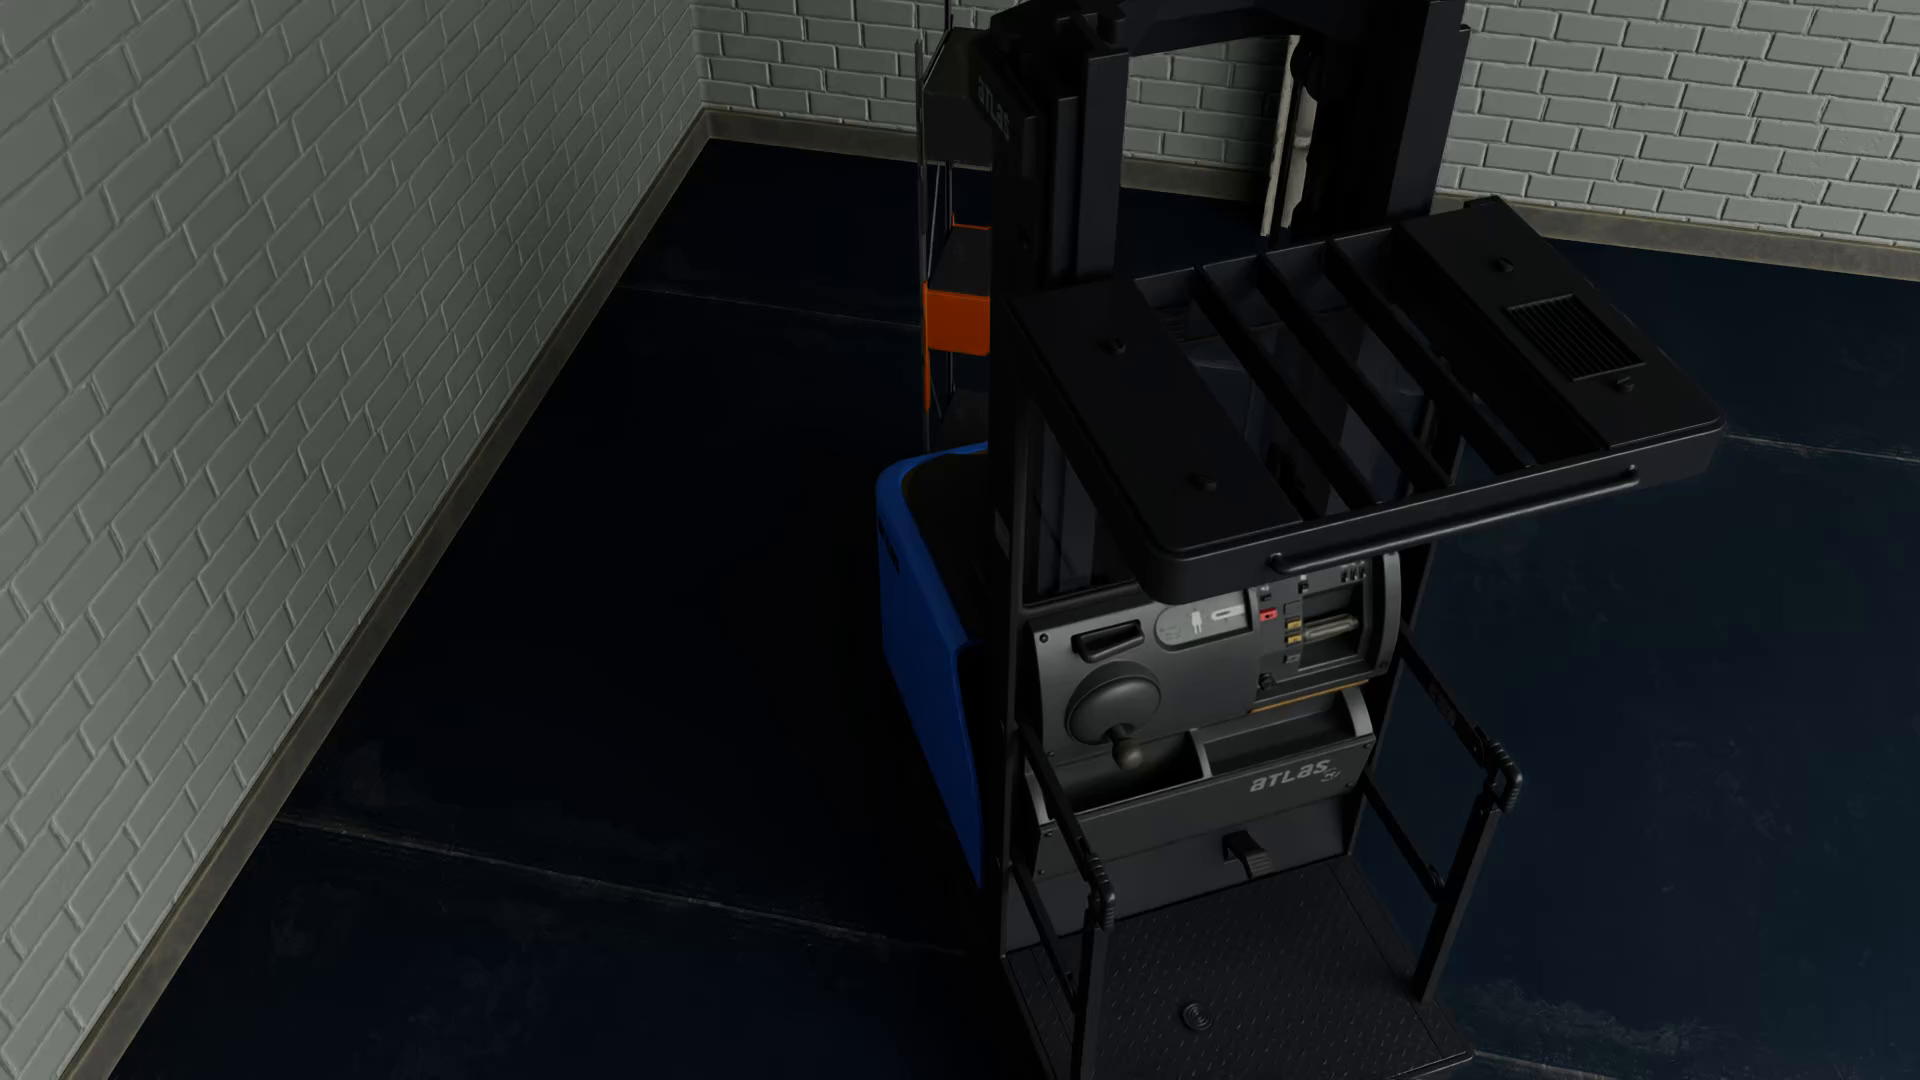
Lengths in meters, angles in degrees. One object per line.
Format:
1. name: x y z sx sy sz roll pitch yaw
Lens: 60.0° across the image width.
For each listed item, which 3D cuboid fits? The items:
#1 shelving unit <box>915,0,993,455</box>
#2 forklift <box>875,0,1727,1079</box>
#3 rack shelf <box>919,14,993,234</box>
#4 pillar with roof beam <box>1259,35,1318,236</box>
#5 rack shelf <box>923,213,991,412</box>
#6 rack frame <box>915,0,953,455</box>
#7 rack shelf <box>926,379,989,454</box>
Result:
1. shelving unit: 0.162 -0.731 5.496 0.503 2.100 0.431 9 45 9
2. forklift: 0.684 0.355 3.767 1.130 2.935 3.031 -13 45 -13
3. rack shelf: 0.162 -1.226 5.020 0.480 0.518 0.431 9 45 9
4. pillar with roof beam: 0.677 -1.818 1.650 0.400 9.000 9.100 9 45 9
5. rack shelf: 0.162 -0.722 5.505 0.480 0.518 0.431 9 45 9
6. rack frame: -0.077 -0.768 5.534 0.015 2.100 0.400 9 45 9
7. rack shelf: 0.162 -0.217 5.991 0.480 0.518 0.431 9 45 9
